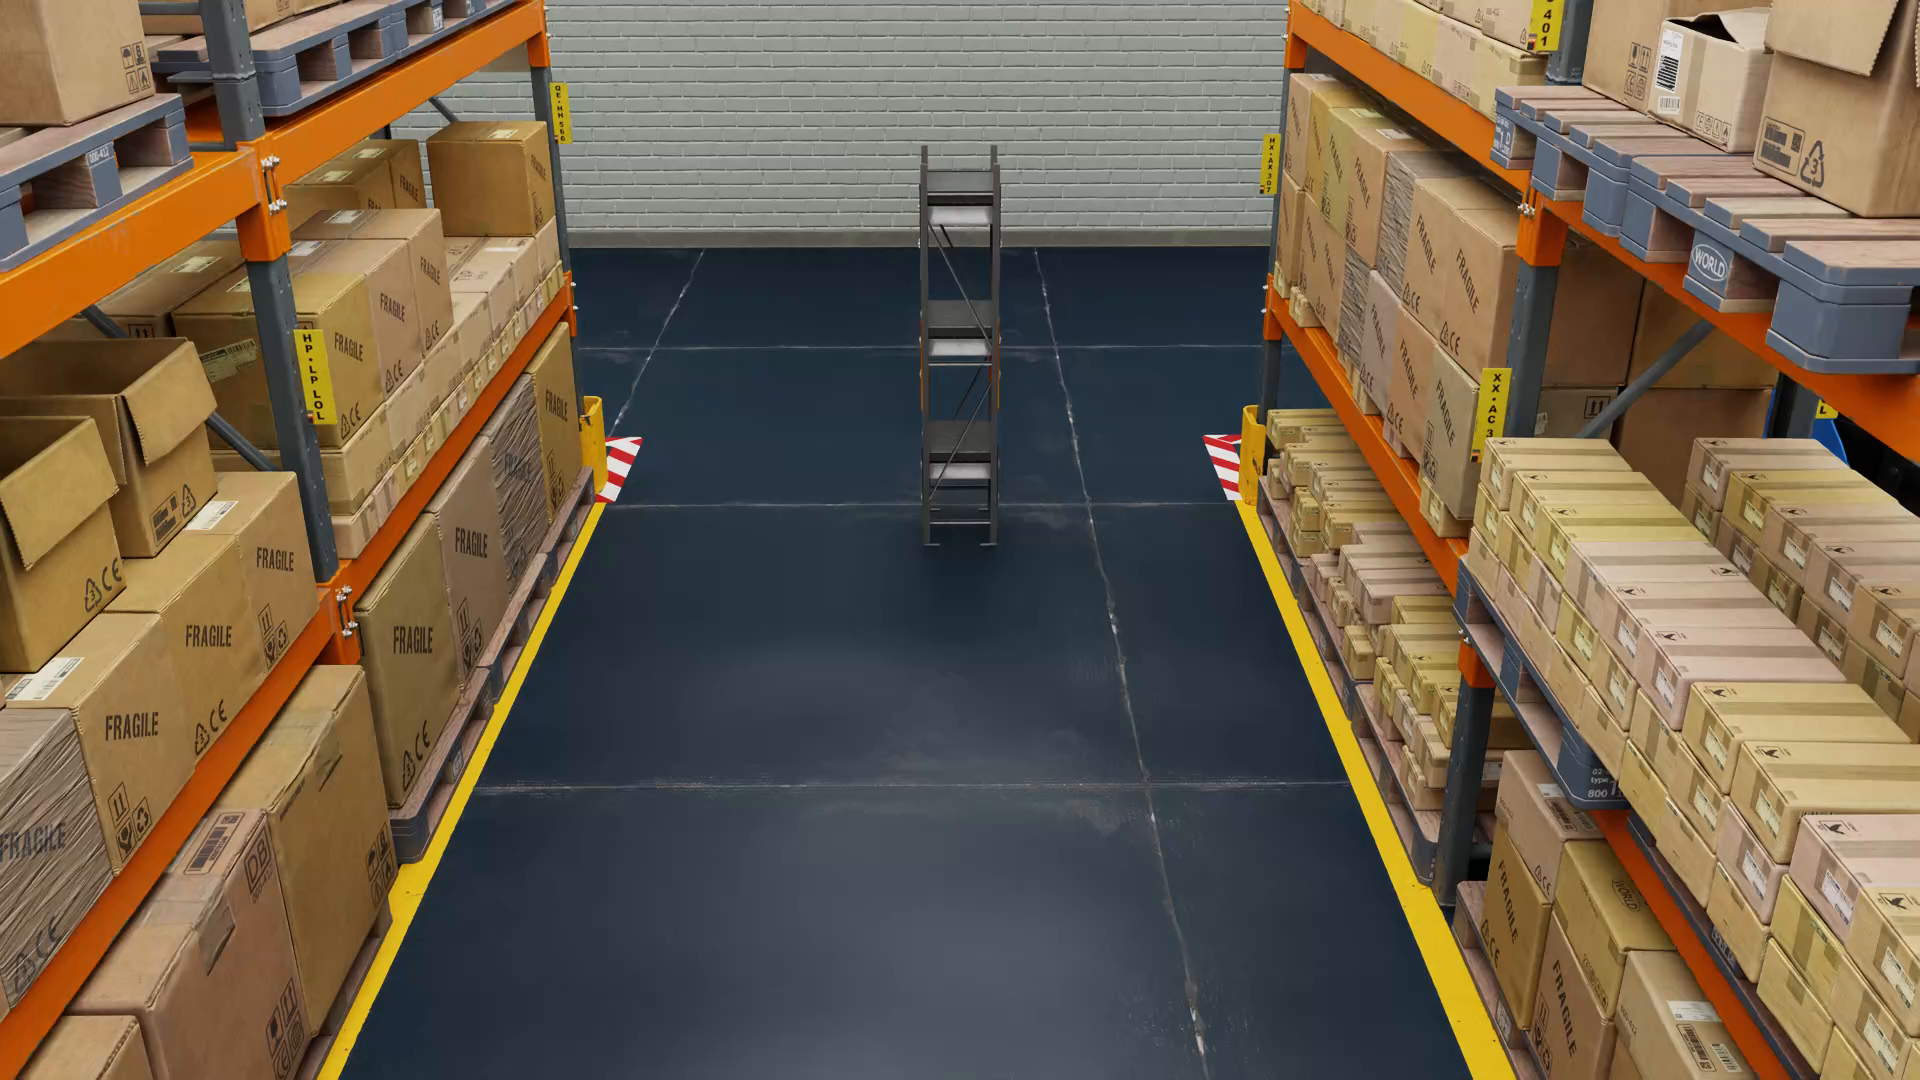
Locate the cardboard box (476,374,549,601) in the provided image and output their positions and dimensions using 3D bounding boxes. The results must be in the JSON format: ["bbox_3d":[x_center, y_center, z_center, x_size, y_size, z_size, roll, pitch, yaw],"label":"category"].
[{"bbox_3d":[-2.618,-0.271,8.279,0.875,0.875,0.875,0,24,-1],"label":"cardboard box"}]

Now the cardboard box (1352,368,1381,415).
[{"bbox_3d":[1.963,-0.665,7.385,0.380,0.149,0.250,0,24,0],"label":"cardboard box"}]

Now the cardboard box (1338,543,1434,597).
[{"bbox_3d":[1.937,0.135,7.539,0.380,0.149,0.250,-1,24,-2],"label":"cardboard box"}]

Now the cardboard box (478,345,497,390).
[{"bbox_3d":[-2.366,-0.797,7.677,0.380,0.149,0.250,0,24,0],"label":"cardboard box"}]

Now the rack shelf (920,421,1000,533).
[{"bbox_3d":[-0.002,-0.375,9.262,0.431,0.518,0.480,0,24,-1],"label":"rack shelf"}]

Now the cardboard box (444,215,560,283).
[{"bbox_3d":[-2.445,-1.555,8.869,0.500,0.250,0.500,-1,24,-1],"label":"cardboard box"}]

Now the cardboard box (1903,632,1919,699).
[{"bbox_3d":[2.502,0.335,3.943,0.380,0.149,0.250,-1,24,-3],"label":"cardboard box"}]

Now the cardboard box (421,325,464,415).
[{"bbox_3d":[-2.427,-0.718,7.020,0.500,0.250,0.500,0,24,1],"label":"cardboard box"}]

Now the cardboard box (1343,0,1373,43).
[{"bbox_3d":[2.015,-2.350,7.348,0.500,0.250,0.500,-1,24,-2],"label":"cardboard box"}]

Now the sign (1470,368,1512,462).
[{"bbox_3d":[1.747,-0.408,5.461,0.100,0.325,0.005,0,24,-1],"label":"sign"}]

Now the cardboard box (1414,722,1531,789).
[{"bbox_3d":[1.968,0.825,6.375,0.380,0.149,0.250,0,24,0],"label":"cardboard box"}]

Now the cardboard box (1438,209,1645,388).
[{"bbox_3d":[2.014,-0.848,5.789,0.500,0.500,0.500,-1,24,-2],"label":"cardboard box"}]

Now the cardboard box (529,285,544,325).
[{"bbox_3d":[-2.376,-1.216,8.603,0.380,0.149,0.250,0,24,0],"label":"cardboard box"}]

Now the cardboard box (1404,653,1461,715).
[{"bbox_3d":[1.983,0.567,6.584,0.380,0.149,0.250,0,24,0],"label":"cardboard box"}]

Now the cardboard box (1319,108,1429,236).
[{"bbox_3d":[1.980,-1.695,7.662,0.500,0.500,0.500,-1,24,-2],"label":"cardboard box"}]

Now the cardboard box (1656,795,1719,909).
[{"bbox_3d":[1.853,0.711,3.834,0.380,0.149,0.250,-1,24,-3],"label":"cardboard box"}]

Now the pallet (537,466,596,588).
[{"bbox_3d":[-2.628,-0.087,9.186,1.003,0.211,1.213,0,24,-1],"label":"pallet"}]

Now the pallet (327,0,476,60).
[{"bbox_3d":[-2.680,-2.203,6.949,1.003,0.211,1.213,0,24,-1],"label":"pallet"}]

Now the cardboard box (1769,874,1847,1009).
[{"bbox_3d":[1.859,0.791,3.294,0.380,0.149,0.250,0,24,-1],"label":"cardboard box"}]

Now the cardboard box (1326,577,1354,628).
[{"bbox_3d":[1.961,0.295,7.907,0.380,0.149,0.250,0,24,-1],"label":"cardboard box"}]

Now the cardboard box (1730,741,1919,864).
[{"bbox_3d":[1.857,0.549,3.470,0.380,0.149,0.250,1,24,2],"label":"cardboard box"}]

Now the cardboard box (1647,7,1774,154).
[{"bbox_3d":[2.089,-1.173,4.161,0.500,0.311,0.500,-1,24,-1],"label":"cardboard box"}]

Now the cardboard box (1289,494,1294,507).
[{"bbox_3d":[2.016,-0.235,9.079,0.380,0.149,0.250,0,24,-1],"label":"cardboard box"}]

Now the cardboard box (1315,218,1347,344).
[{"bbox_3d":[1.998,-1.240,7.868,0.500,0.500,0.500,0,24,0],"label":"cardboard box"}]

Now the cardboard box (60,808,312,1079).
[{"bbox_3d":[-2.634,1.370,4.649,1.225,0.875,0.875,-1,24,-2],"label":"cardboard box"}]

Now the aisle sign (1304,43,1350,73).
[{"bbox_3d":[1.945,-2.880,8.824,0.394,0.787,0.004,0,24,-1],"label":"aisle sign"}]

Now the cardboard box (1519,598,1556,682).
[{"bbox_3d":[1.841,0.286,4.773,0.380,0.149,0.250,0,24,0],"label":"cardboard box"}]

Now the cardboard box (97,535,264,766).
[{"bbox_3d":[-2.395,0.312,4.799,0.500,0.500,0.500,0,24,1],"label":"cardboard box"}]

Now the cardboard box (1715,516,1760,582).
[{"bbox_3d":[2.495,0.040,4.955,0.380,0.149,0.250,0,24,0],"label":"cardboard box"}]

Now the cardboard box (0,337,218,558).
[{"bbox_3d":[-2.656,-0.278,4.885,0.797,0.503,0.637,-1,24,-2],"label":"cardboard box"}]

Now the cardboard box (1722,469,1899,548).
[{"bbox_3d":[2.493,-0.091,4.886,0.380,0.149,0.250,-1,24,-2],"label":"cardboard box"}]

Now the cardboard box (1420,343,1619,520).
[{"bbox_3d":[2.001,-0.398,6.007,0.500,0.500,0.500,0,24,0],"label":"cardboard box"}]

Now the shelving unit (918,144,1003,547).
[{"bbox_3d":[-0.002,-1.025,8.968,0.431,2.100,0.503,0,24,-1],"label":"shelving unit"}]

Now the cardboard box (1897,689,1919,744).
[{"bbox_3d":[2.509,0.475,3.994,0.380,0.149,0.250,0,24,0],"label":"cardboard box"}]

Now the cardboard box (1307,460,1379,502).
[{"bbox_3d":[1.995,-0.294,8.488,0.380,0.149,0.250,-1,24,-3],"label":"cardboard box"}]

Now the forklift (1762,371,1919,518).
[{"bbox_3d":[5.179,-1.008,7.922,1.130,2.935,3.031,-12,27,-25],"label":"forklift"}]

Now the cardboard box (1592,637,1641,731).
[{"bbox_3d":[1.850,0.365,4.238,0.380,0.149,0.250,1,24,2],"label":"cardboard box"}]

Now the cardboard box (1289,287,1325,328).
[{"bbox_3d":[1.915,-1.202,8.572,0.380,0.149,0.250,-1,24,-2],"label":"cardboard box"}]

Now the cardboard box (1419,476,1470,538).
[{"bbox_3d":[1.940,-0.127,6.195,0.380,0.149,0.250,-1,24,-2],"label":"cardboard box"}]

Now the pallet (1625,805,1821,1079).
[{"bbox_3d":[2.270,0.901,3.850,1.003,0.211,1.213,0,24,-1],"label":"pallet"}]

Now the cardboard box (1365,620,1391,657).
[{"bbox_3d":[2.005,0.394,7.327,0.380,0.149,0.250,0,24,1],"label":"cardboard box"}]

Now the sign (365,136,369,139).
[{"bbox_3d":[-3.270,-2.117,9.144,0.100,0.325,0.005,0,24,-1],"label":"sign"}]

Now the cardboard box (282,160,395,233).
[{"bbox_3d":[-2.963,-1.477,7.786,0.500,0.500,0.500,-1,24,-2],"label":"cardboard box"}]

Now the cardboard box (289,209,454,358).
[{"bbox_3d":[-2.429,-1.063,6.871,0.500,0.500,0.500,-1,24,-2],"label":"cardboard box"}]

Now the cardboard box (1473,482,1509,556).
[{"bbox_3d":[1.834,-0.067,5.192,0.380,0.149,0.250,0,24,0],"label":"cardboard box"}]

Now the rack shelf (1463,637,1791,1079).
[{"bbox_3d":[2.311,1.133,3.978,1.077,0.370,4.000,0,24,-1],"label":"rack shelf"}]

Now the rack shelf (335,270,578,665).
[{"bbox_3d":[-2.693,-0.534,7.665,1.077,0.370,4.000,0,24,-1],"label":"rack shelf"}]

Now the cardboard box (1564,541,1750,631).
[{"bbox_3d":[1.843,0.121,4.416,0.380,0.149,0.250,-1,24,-1],"label":"cardboard box"}]

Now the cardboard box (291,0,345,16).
[{"bbox_3d":[-2.742,-2.231,6.151,0.700,0.500,0.500,1,24,2],"label":"cardboard box"}]

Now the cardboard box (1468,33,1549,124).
[{"bbox_3d":[2.014,-1.518,5.509,0.500,0.250,0.500,0,24,1],"label":"cardboard box"}]

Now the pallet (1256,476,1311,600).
[{"bbox_3d":[2.220,-0.030,9.061,1.003,0.211,1.213,0,24,-1],"label":"pallet"}]

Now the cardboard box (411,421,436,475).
[{"bbox_3d":[-2.353,-0.372,6.738,0.380,0.149,0.250,-1,24,-2],"label":"cardboard box"}]

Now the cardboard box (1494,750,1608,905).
[{"bbox_3d":[2.033,0.893,5.250,0.500,0.250,0.500,-1,24,-3],"label":"cardboard box"}]

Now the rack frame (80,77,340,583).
[{"bbox_3d":[-2.672,-0.038,5.694,1.000,3.000,0.127,0,24,-1],"label":"rack frame"}]

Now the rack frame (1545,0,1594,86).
[{"bbox_3d":[2.289,-2.752,4.415,1.000,3.000,0.127,0,24,-1],"label":"rack frame"}]

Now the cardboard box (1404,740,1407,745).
[{"bbox_3d":[2.025,0.821,6.744,0.380,0.149,0.250,0,24,1],"label":"cardboard box"}]
